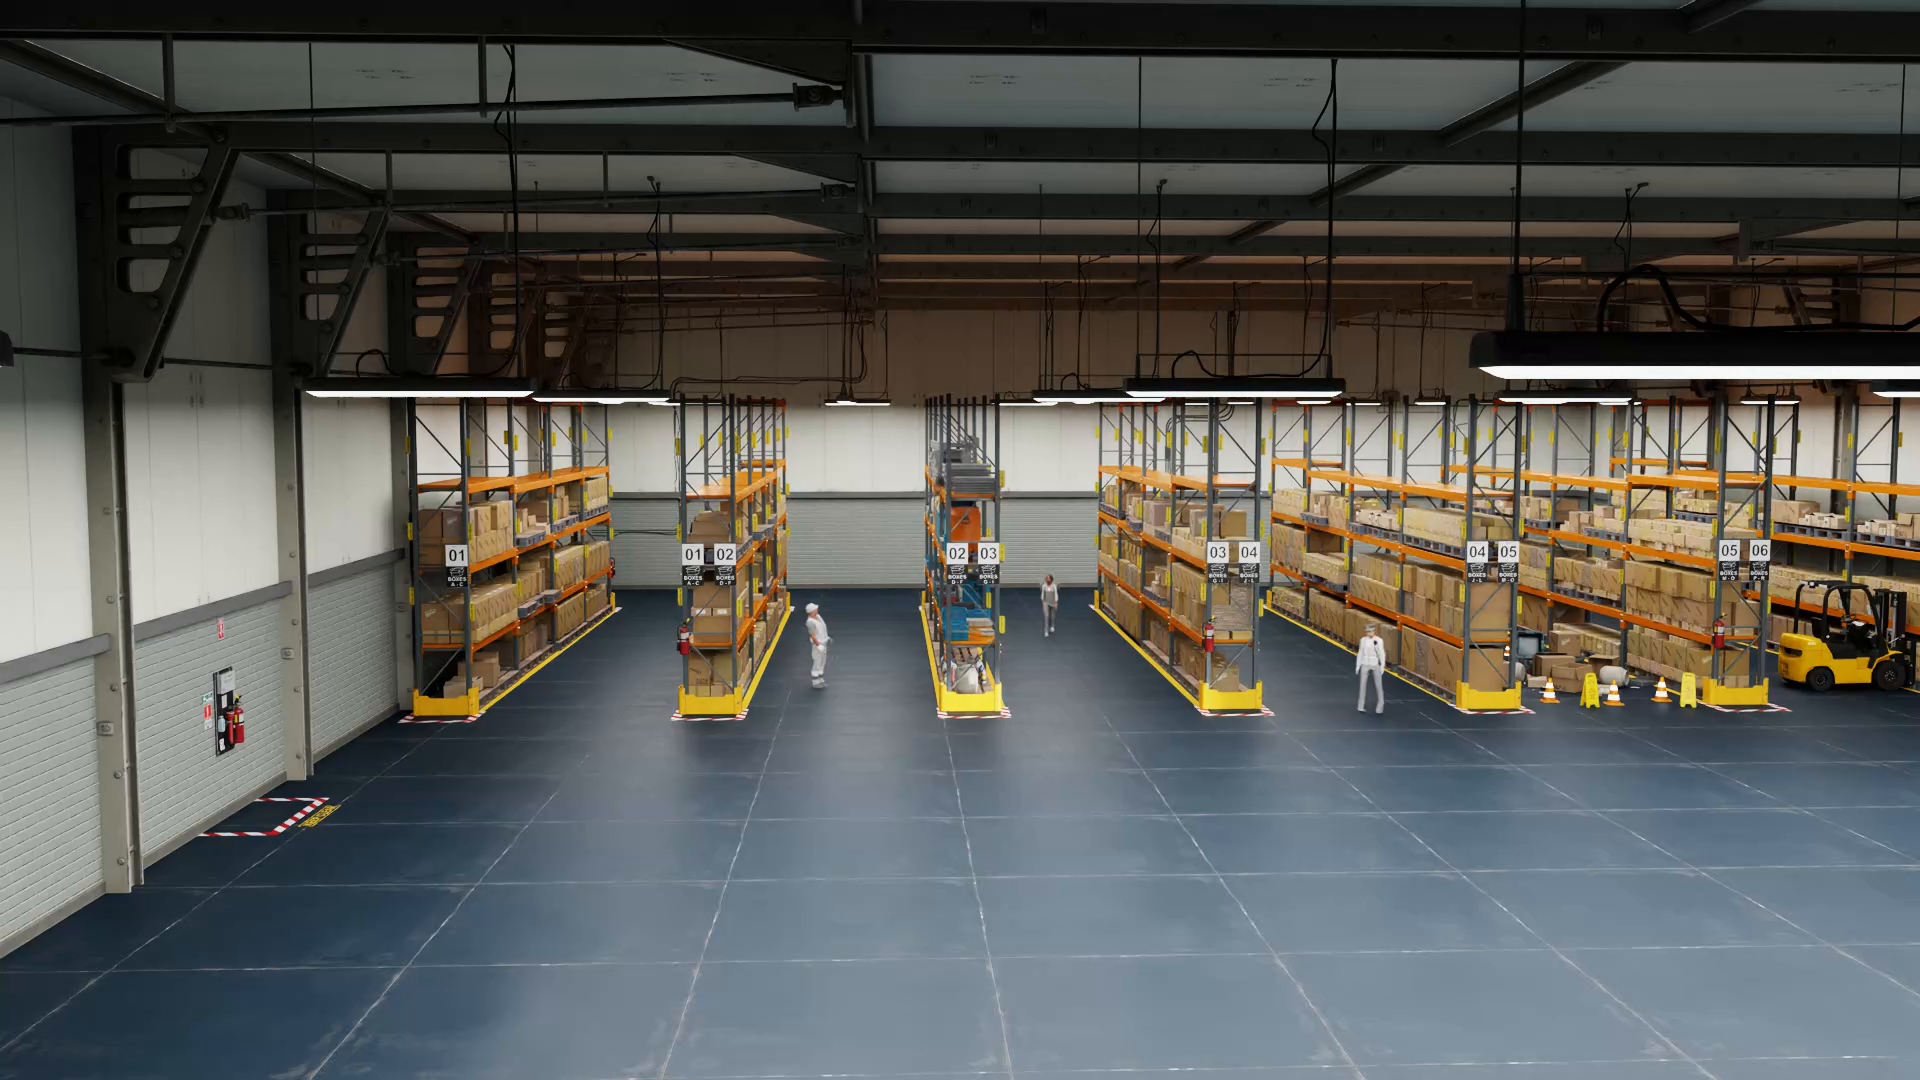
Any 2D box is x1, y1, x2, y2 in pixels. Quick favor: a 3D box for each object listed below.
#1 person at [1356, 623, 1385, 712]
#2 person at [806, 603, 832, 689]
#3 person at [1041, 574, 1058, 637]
[{"bbox_3d":[7.749,2.404,31.447,0.536,1.668,0.383,2,5,24],"label":"person"},{"bbox_3d":[-2.856,2.166,34.098,0.479,1.785,0.710,2,5,21],"label":"person"},{"bbox_3d":[2.254,1.628,41.942,0.420,1.544,0.902,0,5,0],"label":"person"}]
